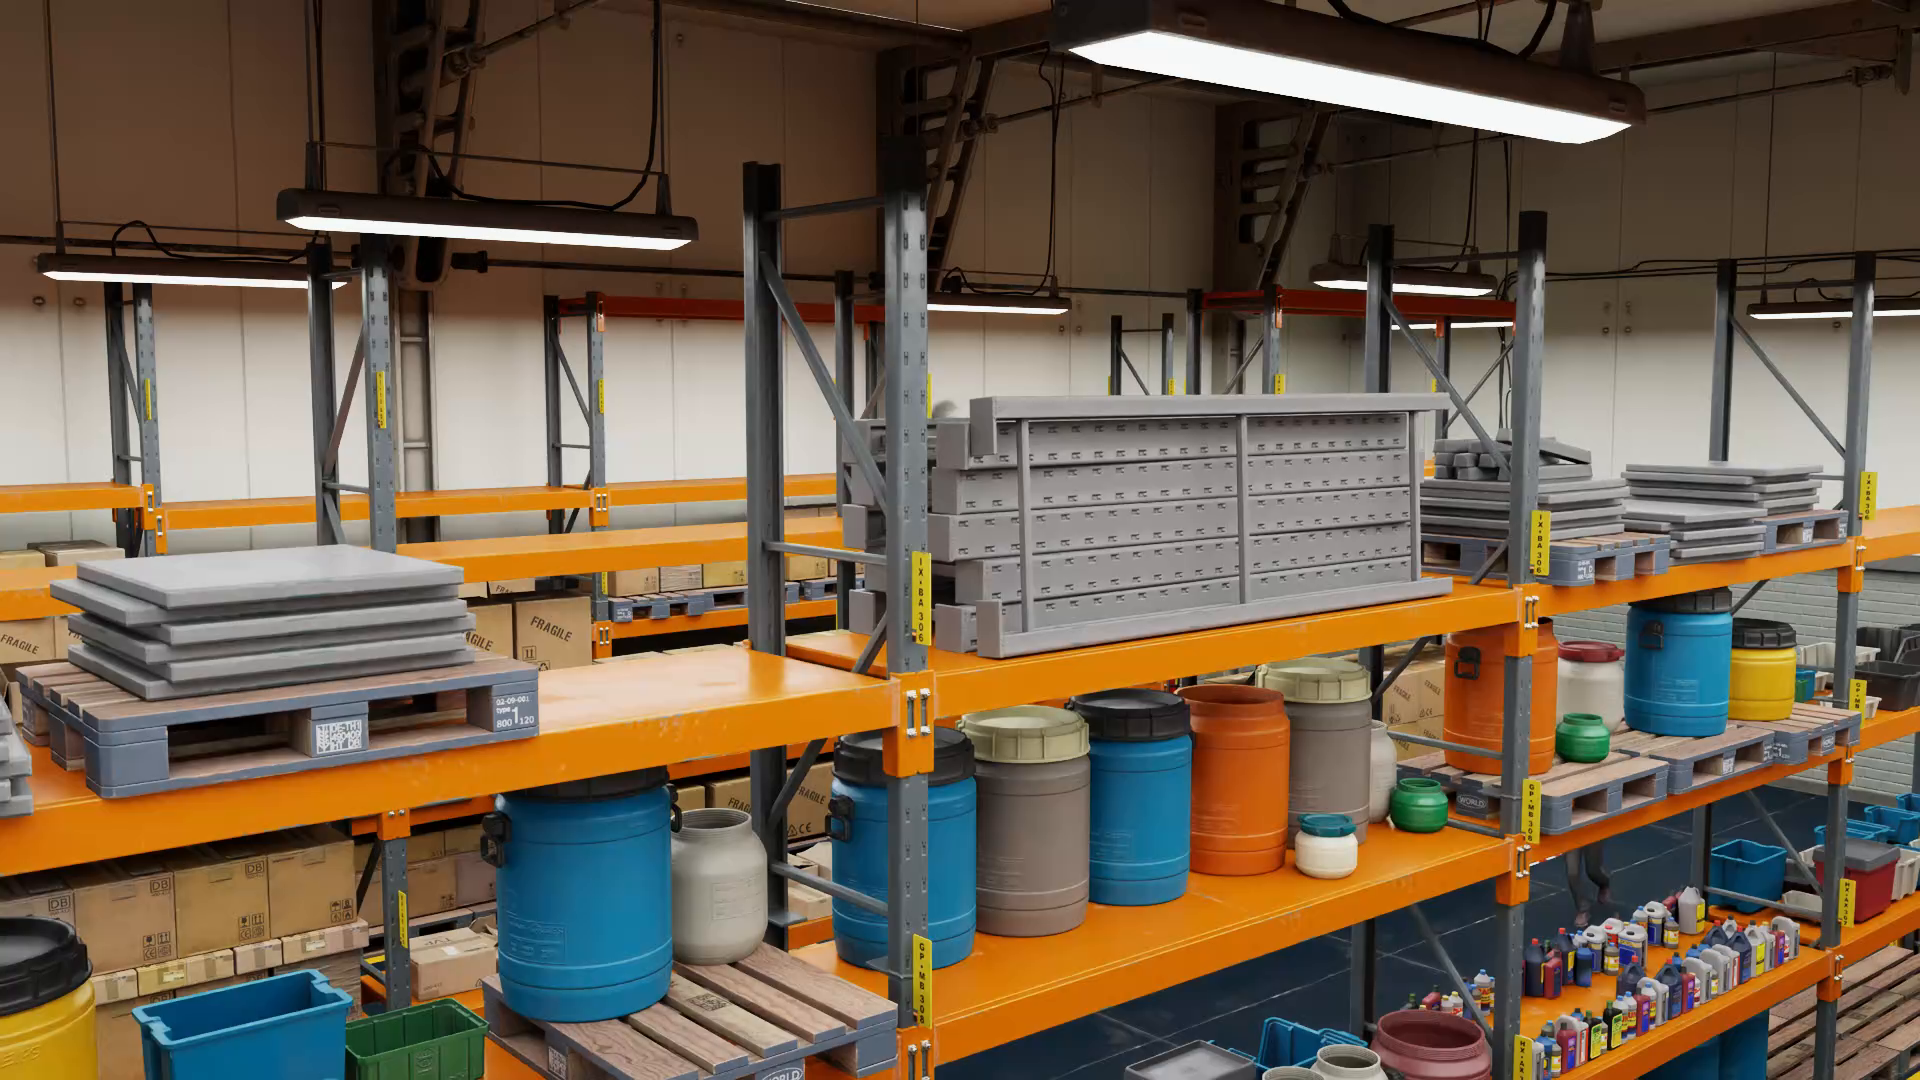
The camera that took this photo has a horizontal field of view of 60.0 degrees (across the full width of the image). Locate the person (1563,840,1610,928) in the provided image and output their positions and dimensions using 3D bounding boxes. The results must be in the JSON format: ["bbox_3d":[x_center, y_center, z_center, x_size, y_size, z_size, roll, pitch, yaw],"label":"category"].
[{"bbox_3d":[5.987,2.830,16.019,0.594,1.641,0.747,4,7,34],"label":"person"}]
